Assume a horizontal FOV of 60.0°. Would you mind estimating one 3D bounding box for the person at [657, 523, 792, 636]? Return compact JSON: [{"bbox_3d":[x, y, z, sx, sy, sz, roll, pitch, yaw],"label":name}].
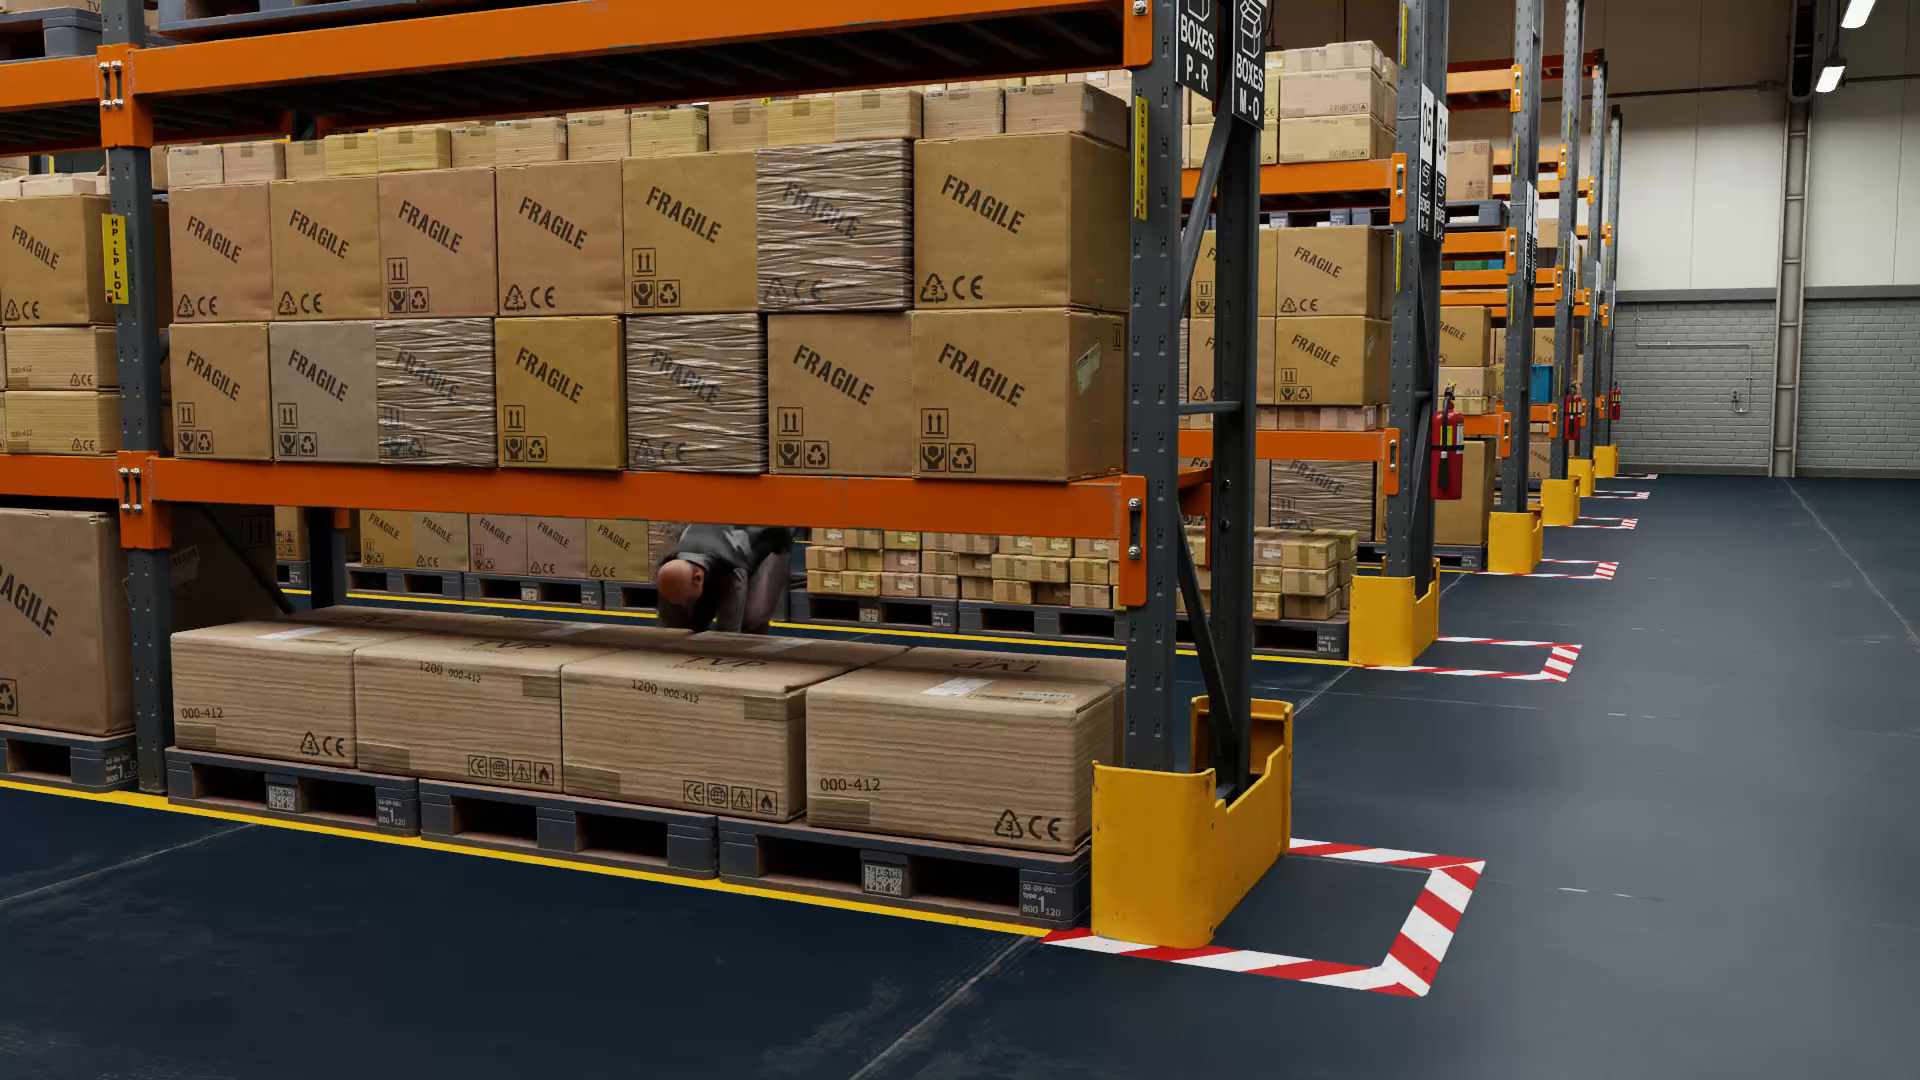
[{"bbox_3d":[-1.132,0.343,7.775,0.490,1.015,0.948,2,6,21],"label":"person"}]
